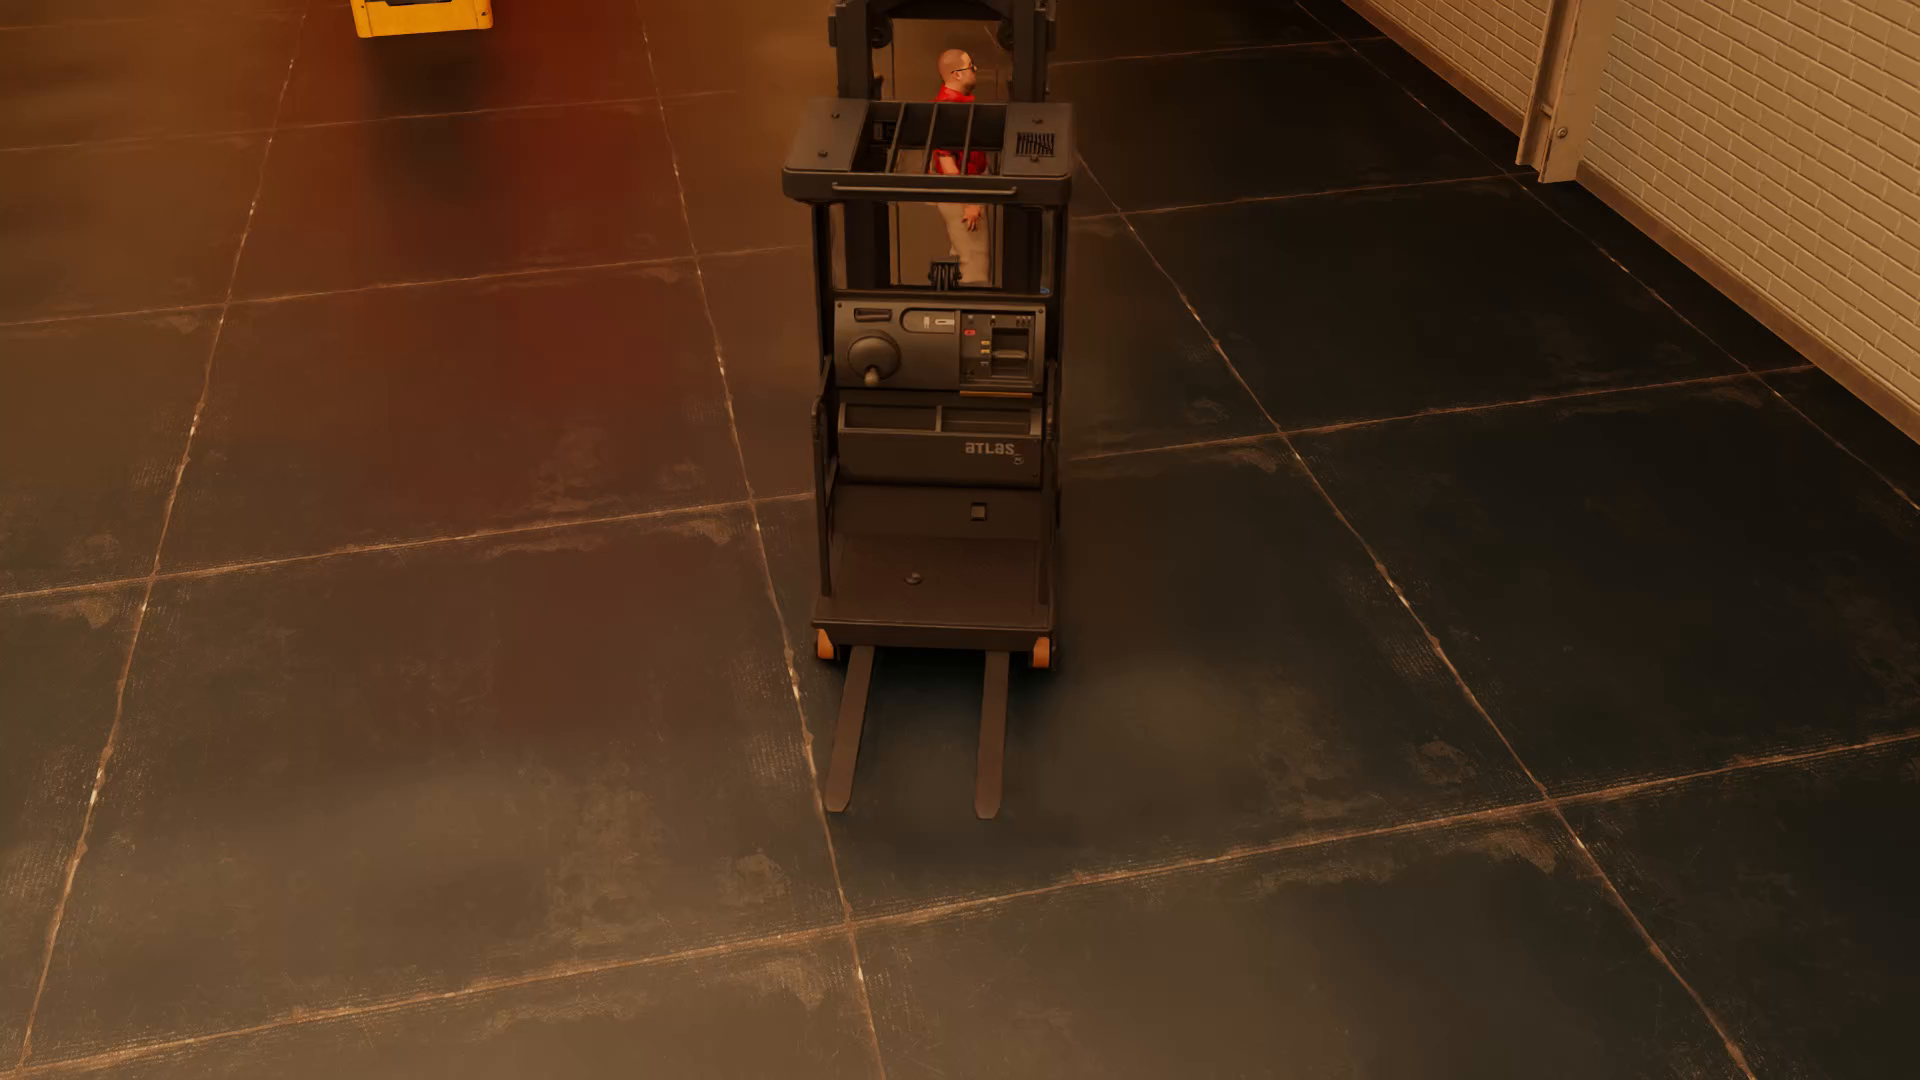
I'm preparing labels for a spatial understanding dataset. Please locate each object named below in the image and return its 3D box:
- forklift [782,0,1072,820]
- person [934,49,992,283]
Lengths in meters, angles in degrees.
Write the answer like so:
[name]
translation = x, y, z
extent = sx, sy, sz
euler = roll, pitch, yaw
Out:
[forklift]
translation = -0.100, -0.791, 7.150
extent = 1.130, 2.935, 3.031
euler = 2, 36, 3
[person]
translation = 0.113, -2.060, 9.930
extent = 0.552, 1.727, 0.638
euler = 0, 36, 0
